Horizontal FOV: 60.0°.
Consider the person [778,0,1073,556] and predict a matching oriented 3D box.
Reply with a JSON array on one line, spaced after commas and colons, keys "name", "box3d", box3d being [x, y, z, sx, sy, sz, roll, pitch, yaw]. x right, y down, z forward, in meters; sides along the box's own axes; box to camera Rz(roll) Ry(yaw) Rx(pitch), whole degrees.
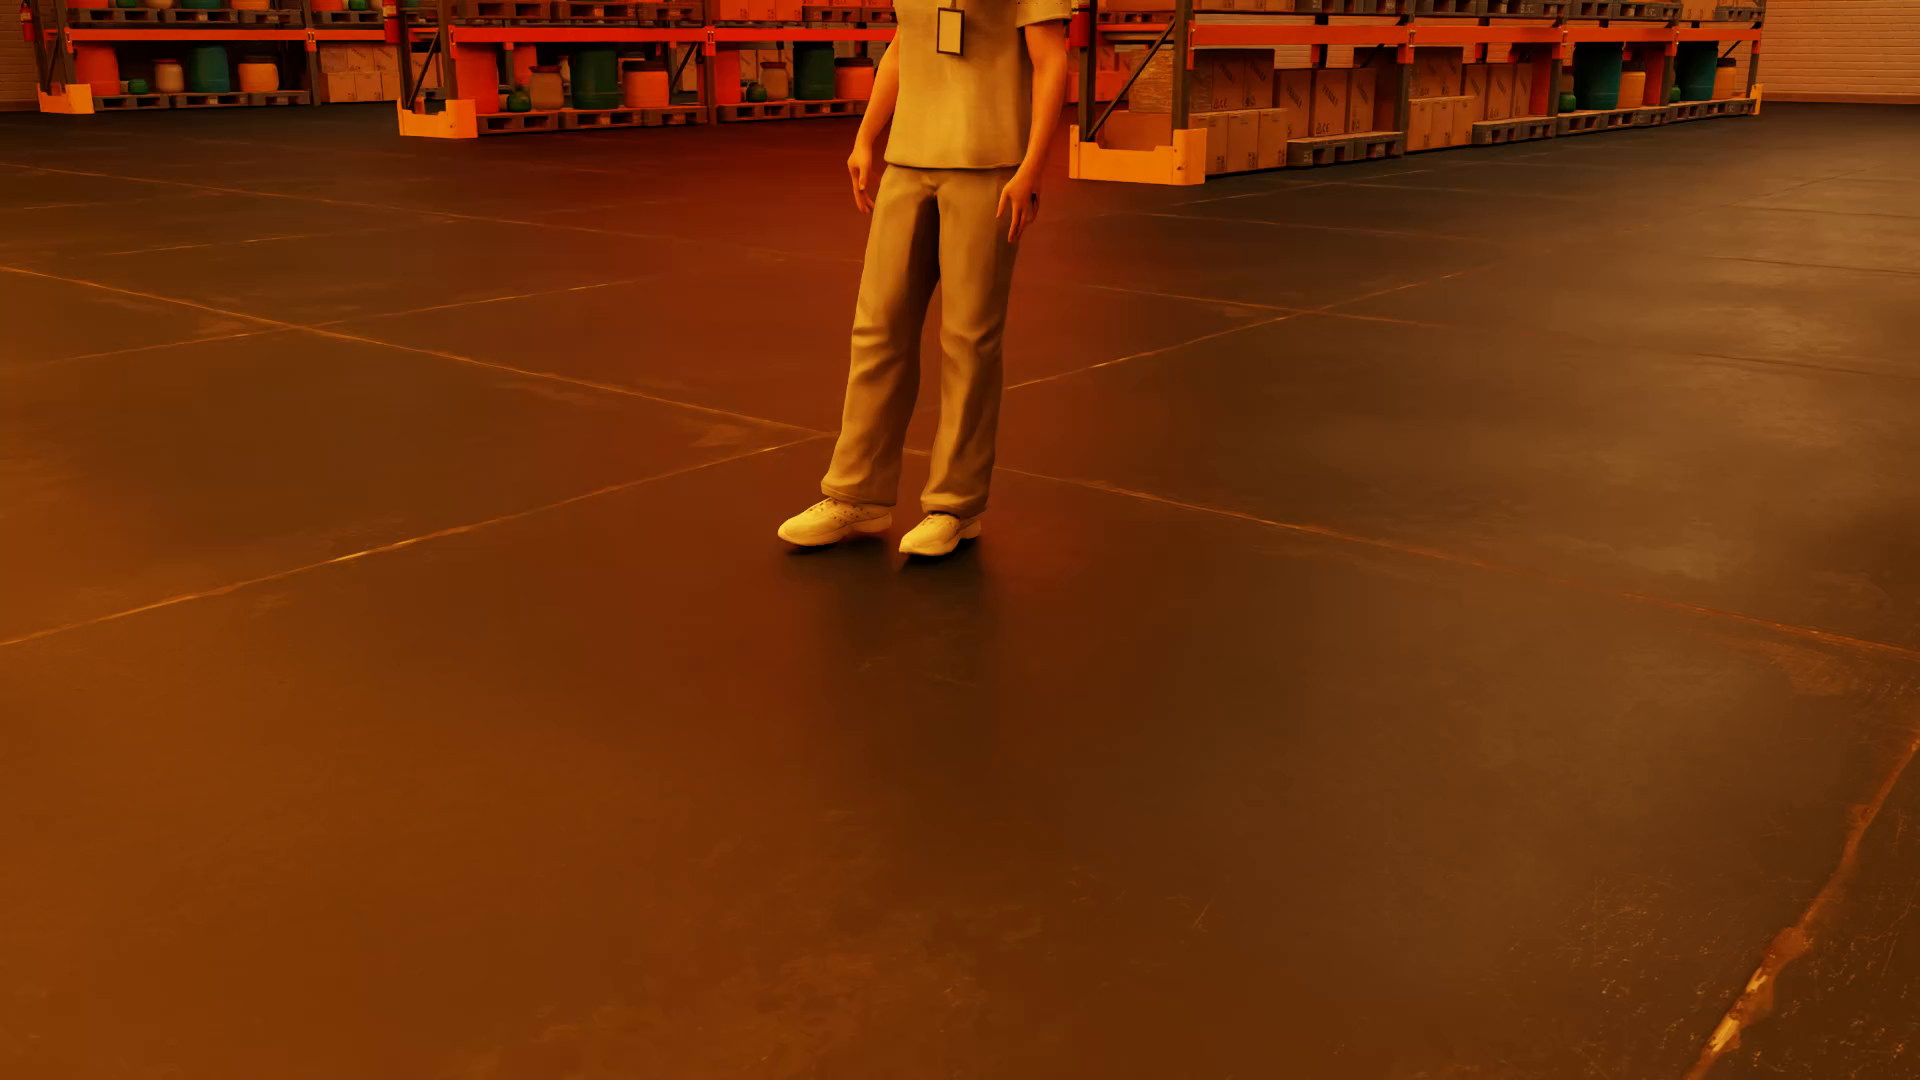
[{"name": "person", "box3d": [-0.057, -0.795, 3.650, 0.550, 1.675, 0.549, 13, 21, 37]}]
